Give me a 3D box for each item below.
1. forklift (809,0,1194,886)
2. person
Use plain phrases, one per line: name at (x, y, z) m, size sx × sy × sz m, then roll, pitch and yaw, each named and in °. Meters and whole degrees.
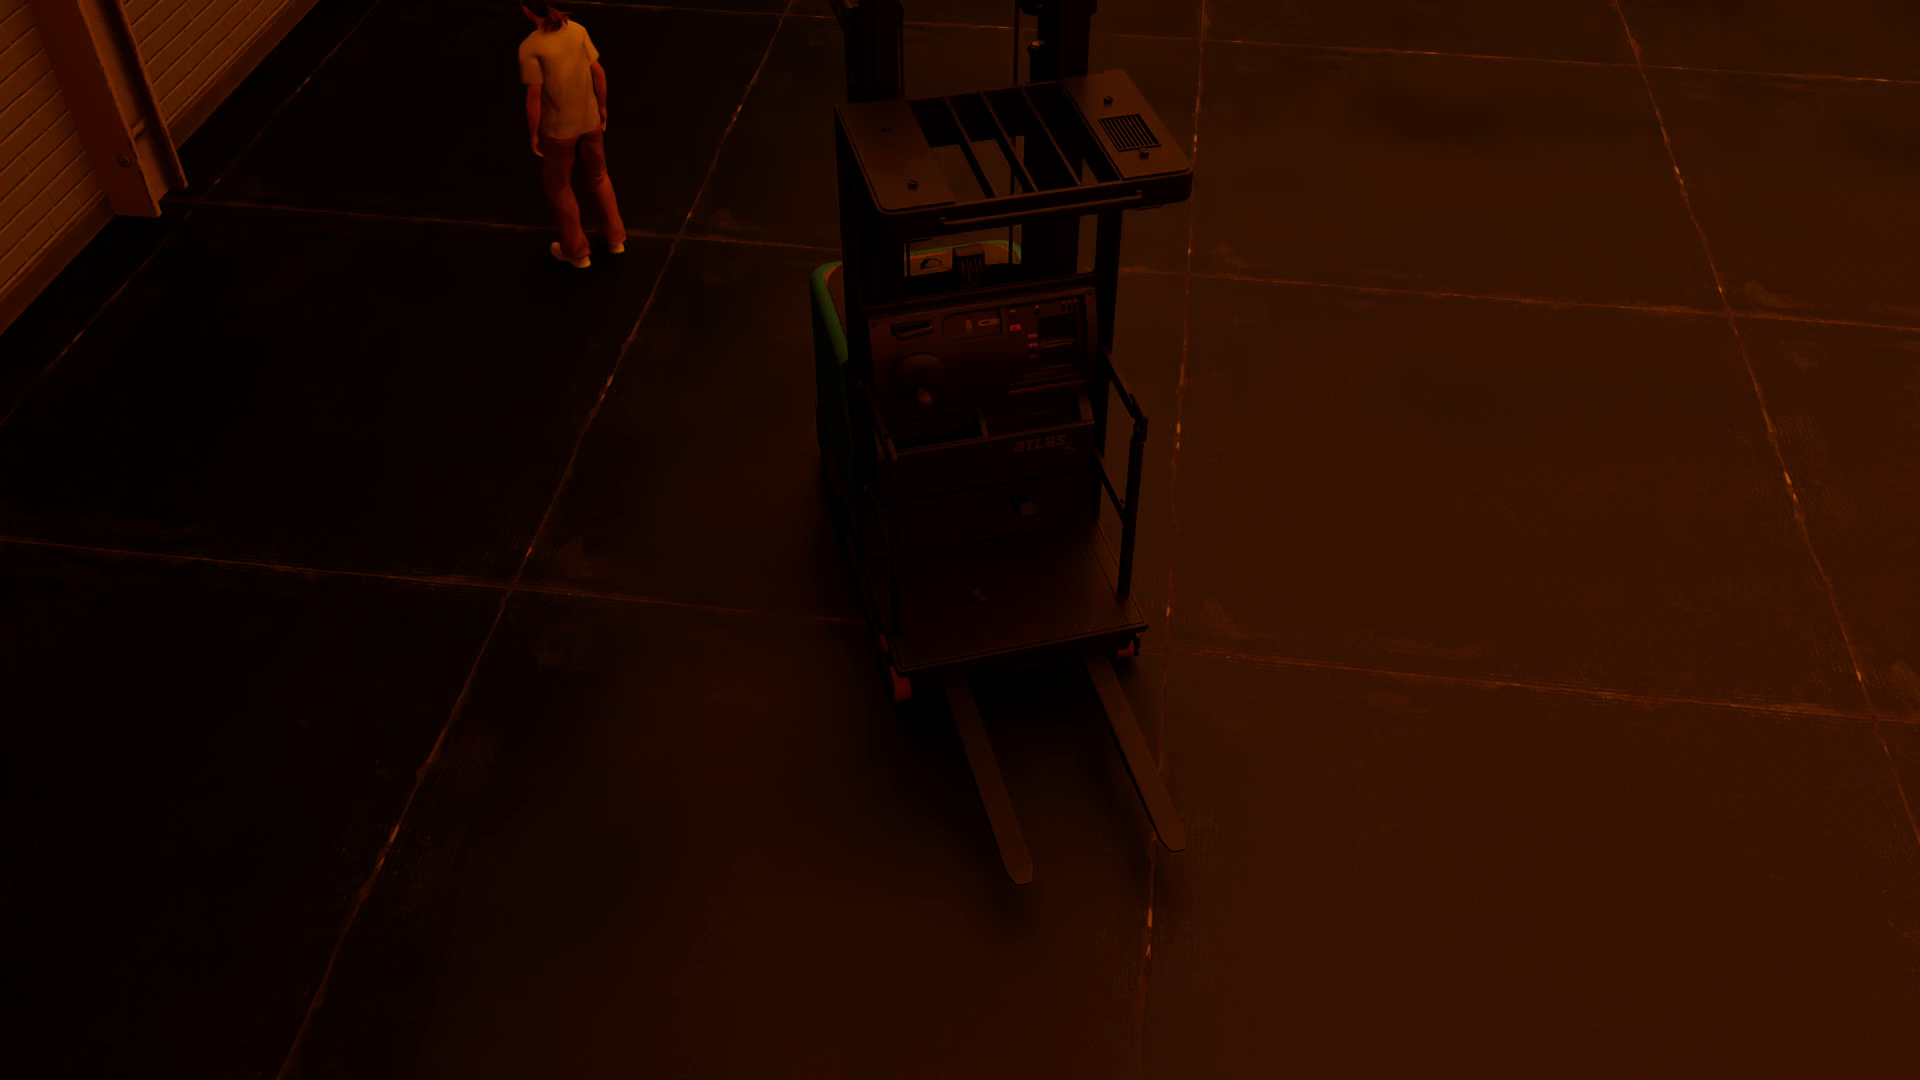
forklift at (0.153, -0.681, 6.465) m, size 1.130 × 2.935 × 3.031 m, roll -10°, pitch 44°, yaw -11°
person at (-2.164, -2.283, 9.141) m, size 0.499 × 1.672 × 0.363 m, roll -31°, pitch 51°, yaw -29°
